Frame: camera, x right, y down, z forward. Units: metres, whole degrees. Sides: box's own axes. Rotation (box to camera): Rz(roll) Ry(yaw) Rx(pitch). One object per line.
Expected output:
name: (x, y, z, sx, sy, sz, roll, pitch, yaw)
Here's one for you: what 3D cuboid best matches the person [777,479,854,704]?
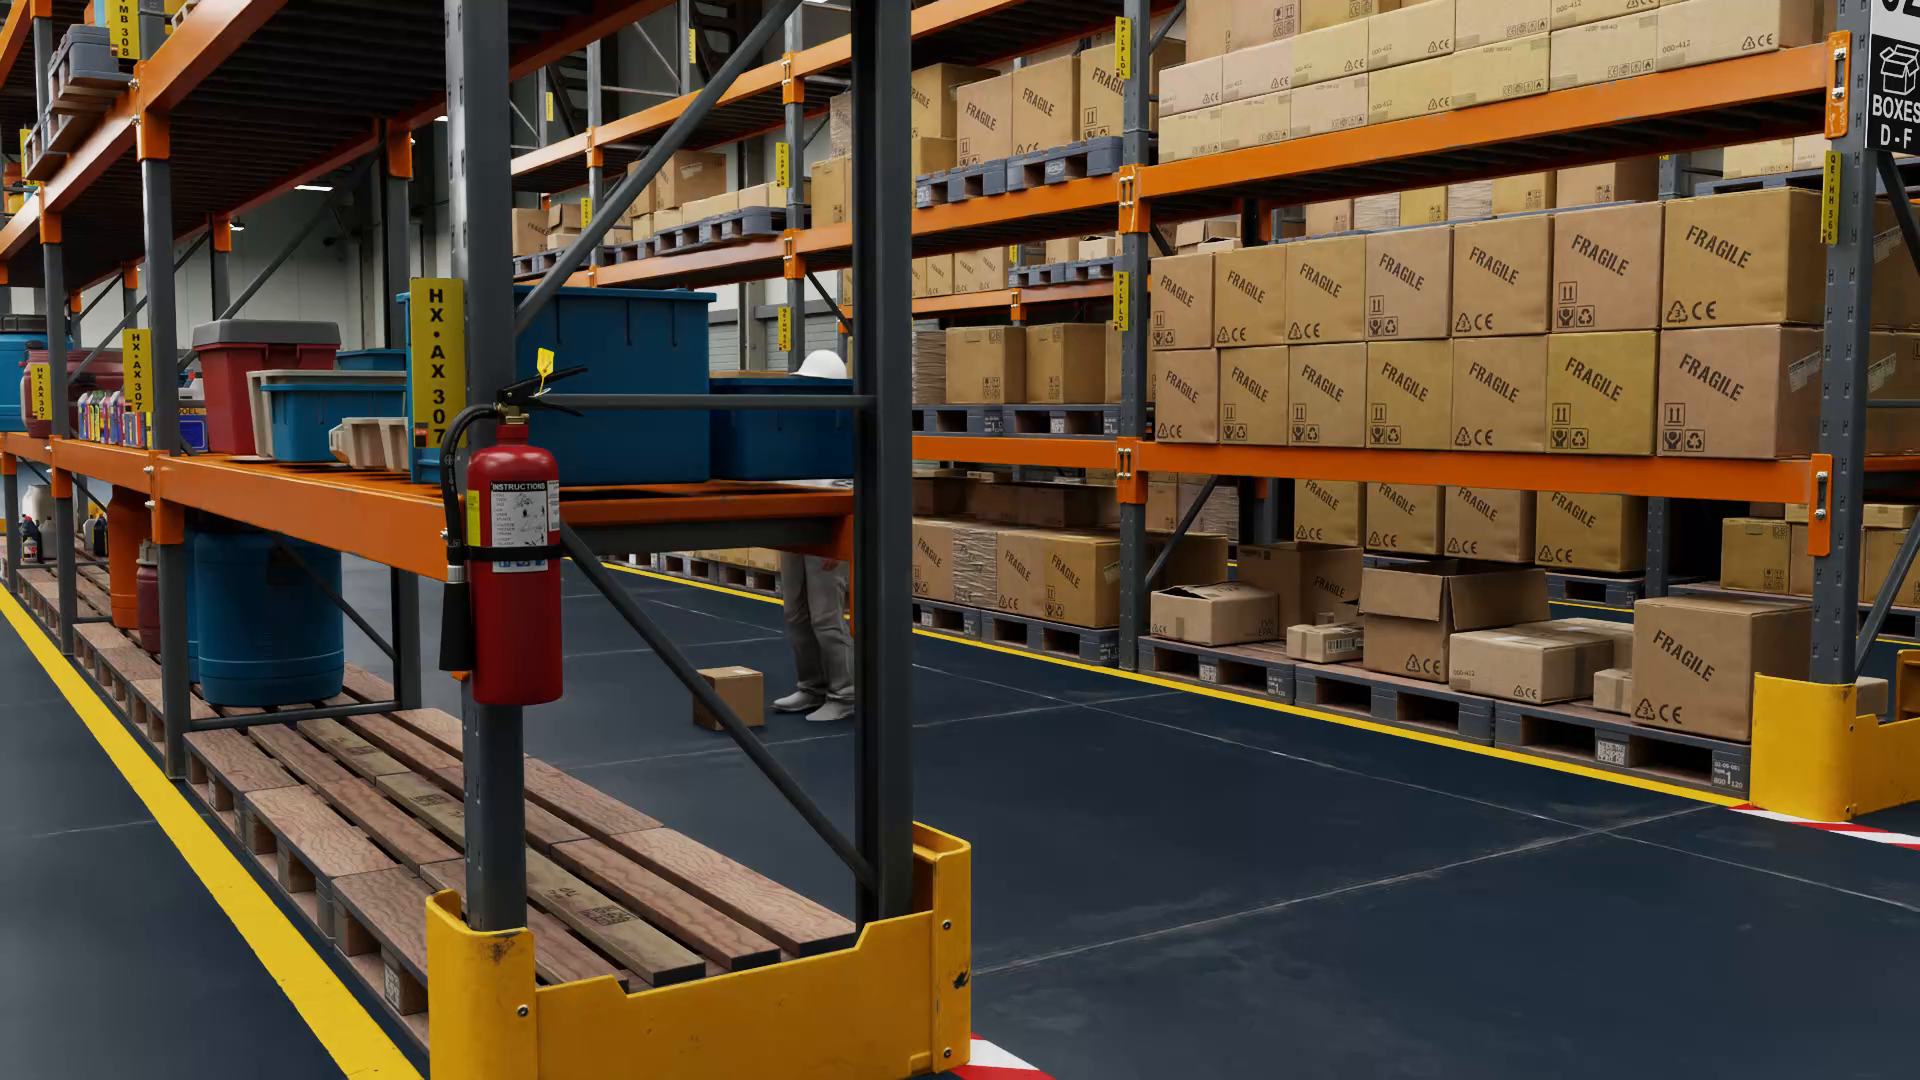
person: (-0.700, 0.057, 8.073, 0.358, 1.472, 0.447, -3, 5, -32)
